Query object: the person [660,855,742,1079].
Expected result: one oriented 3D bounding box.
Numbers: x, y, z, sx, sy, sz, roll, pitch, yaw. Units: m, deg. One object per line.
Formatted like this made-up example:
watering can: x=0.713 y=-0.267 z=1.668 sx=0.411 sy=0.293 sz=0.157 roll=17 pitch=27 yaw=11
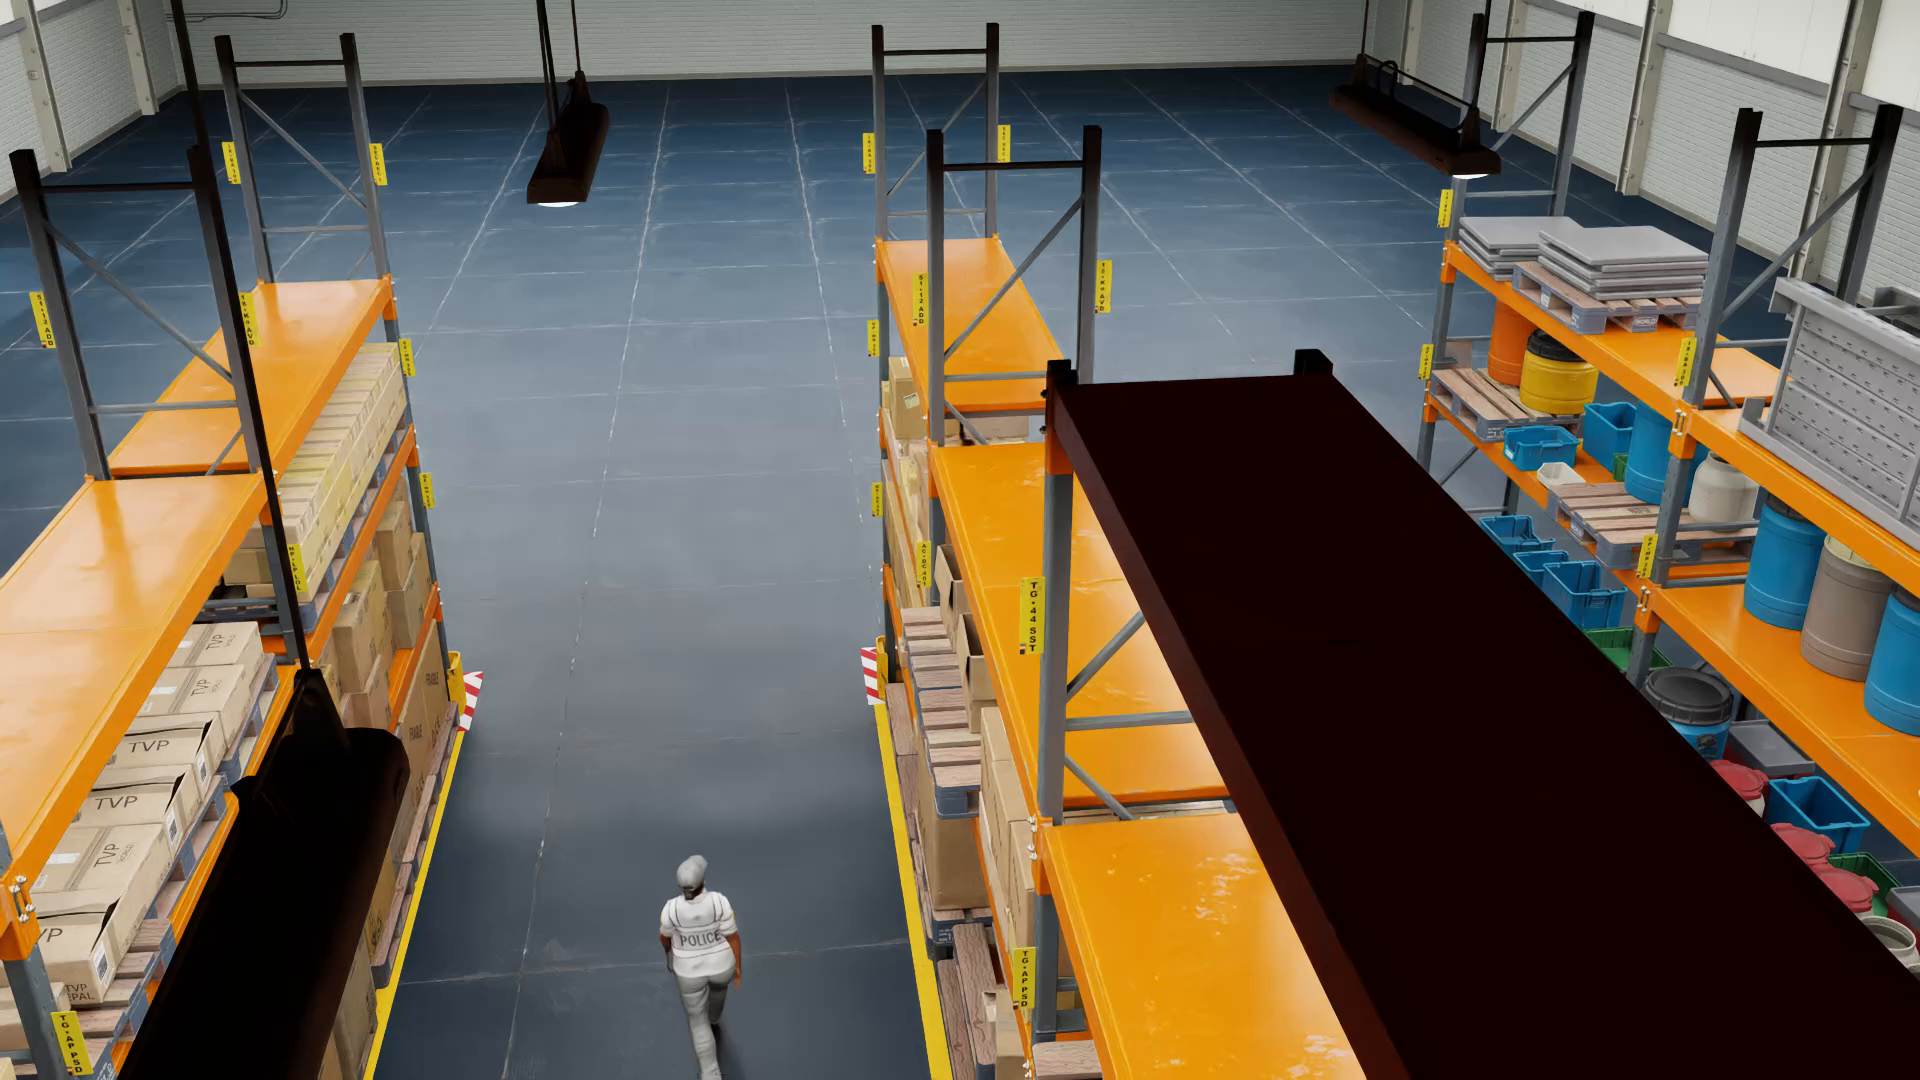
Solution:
person: x=-1.690 y=2.735 z=10.852 sx=0.479 sy=1.589 sz=1.078 roll=-10 pitch=27 yaw=-21
